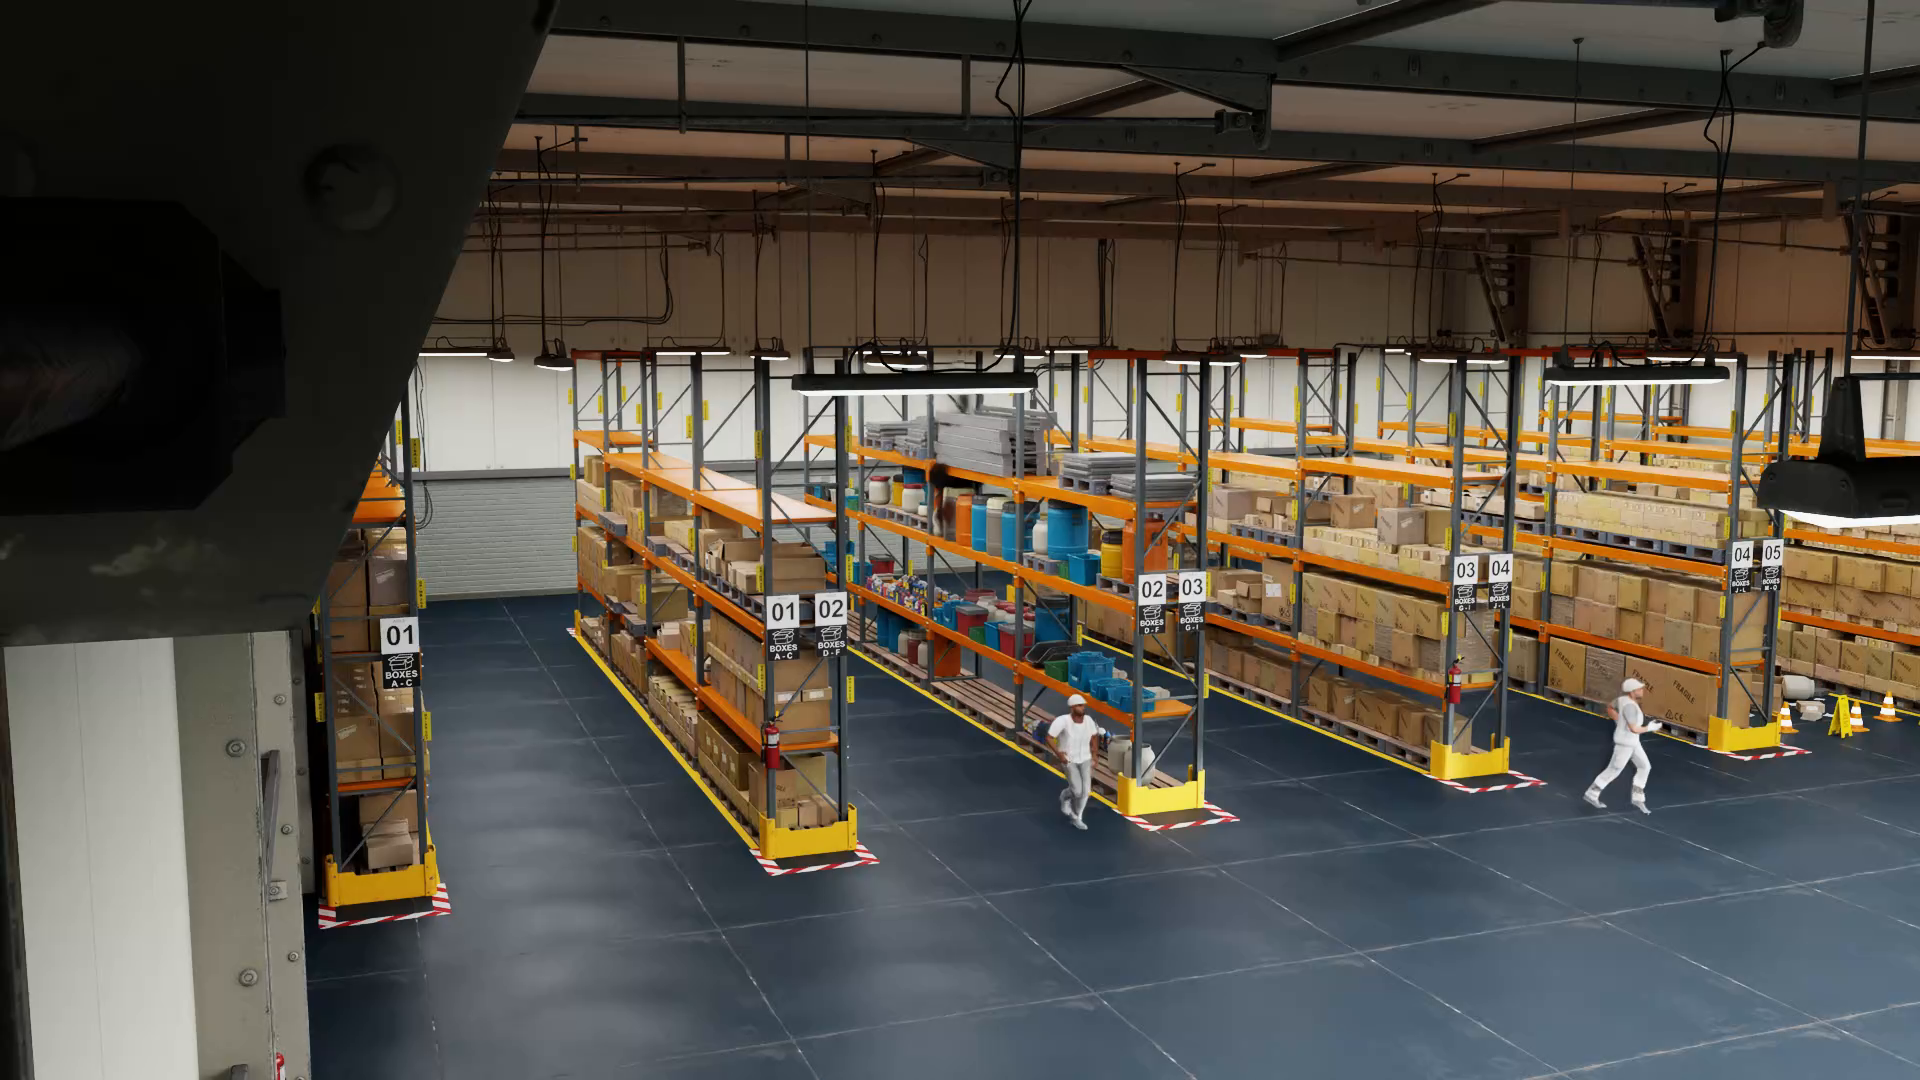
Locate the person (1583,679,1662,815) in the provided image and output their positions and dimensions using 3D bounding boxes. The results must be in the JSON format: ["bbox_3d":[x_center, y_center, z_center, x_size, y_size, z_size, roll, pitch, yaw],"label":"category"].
[{"bbox_3d":[8.765,2.722,21.980,0.924,1.833,0.674,3,8,22],"label":"person"}]

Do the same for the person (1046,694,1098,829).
[{"bbox_3d":[1.480,2.833,21.389,0.734,1.731,0.551,-3,8,-23],"label":"person"}]

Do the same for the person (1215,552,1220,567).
[{"bbox_3d":[6.603,0.372,41.603,0.875,1.691,0.606,-4,8,-31],"label":"person"}]
